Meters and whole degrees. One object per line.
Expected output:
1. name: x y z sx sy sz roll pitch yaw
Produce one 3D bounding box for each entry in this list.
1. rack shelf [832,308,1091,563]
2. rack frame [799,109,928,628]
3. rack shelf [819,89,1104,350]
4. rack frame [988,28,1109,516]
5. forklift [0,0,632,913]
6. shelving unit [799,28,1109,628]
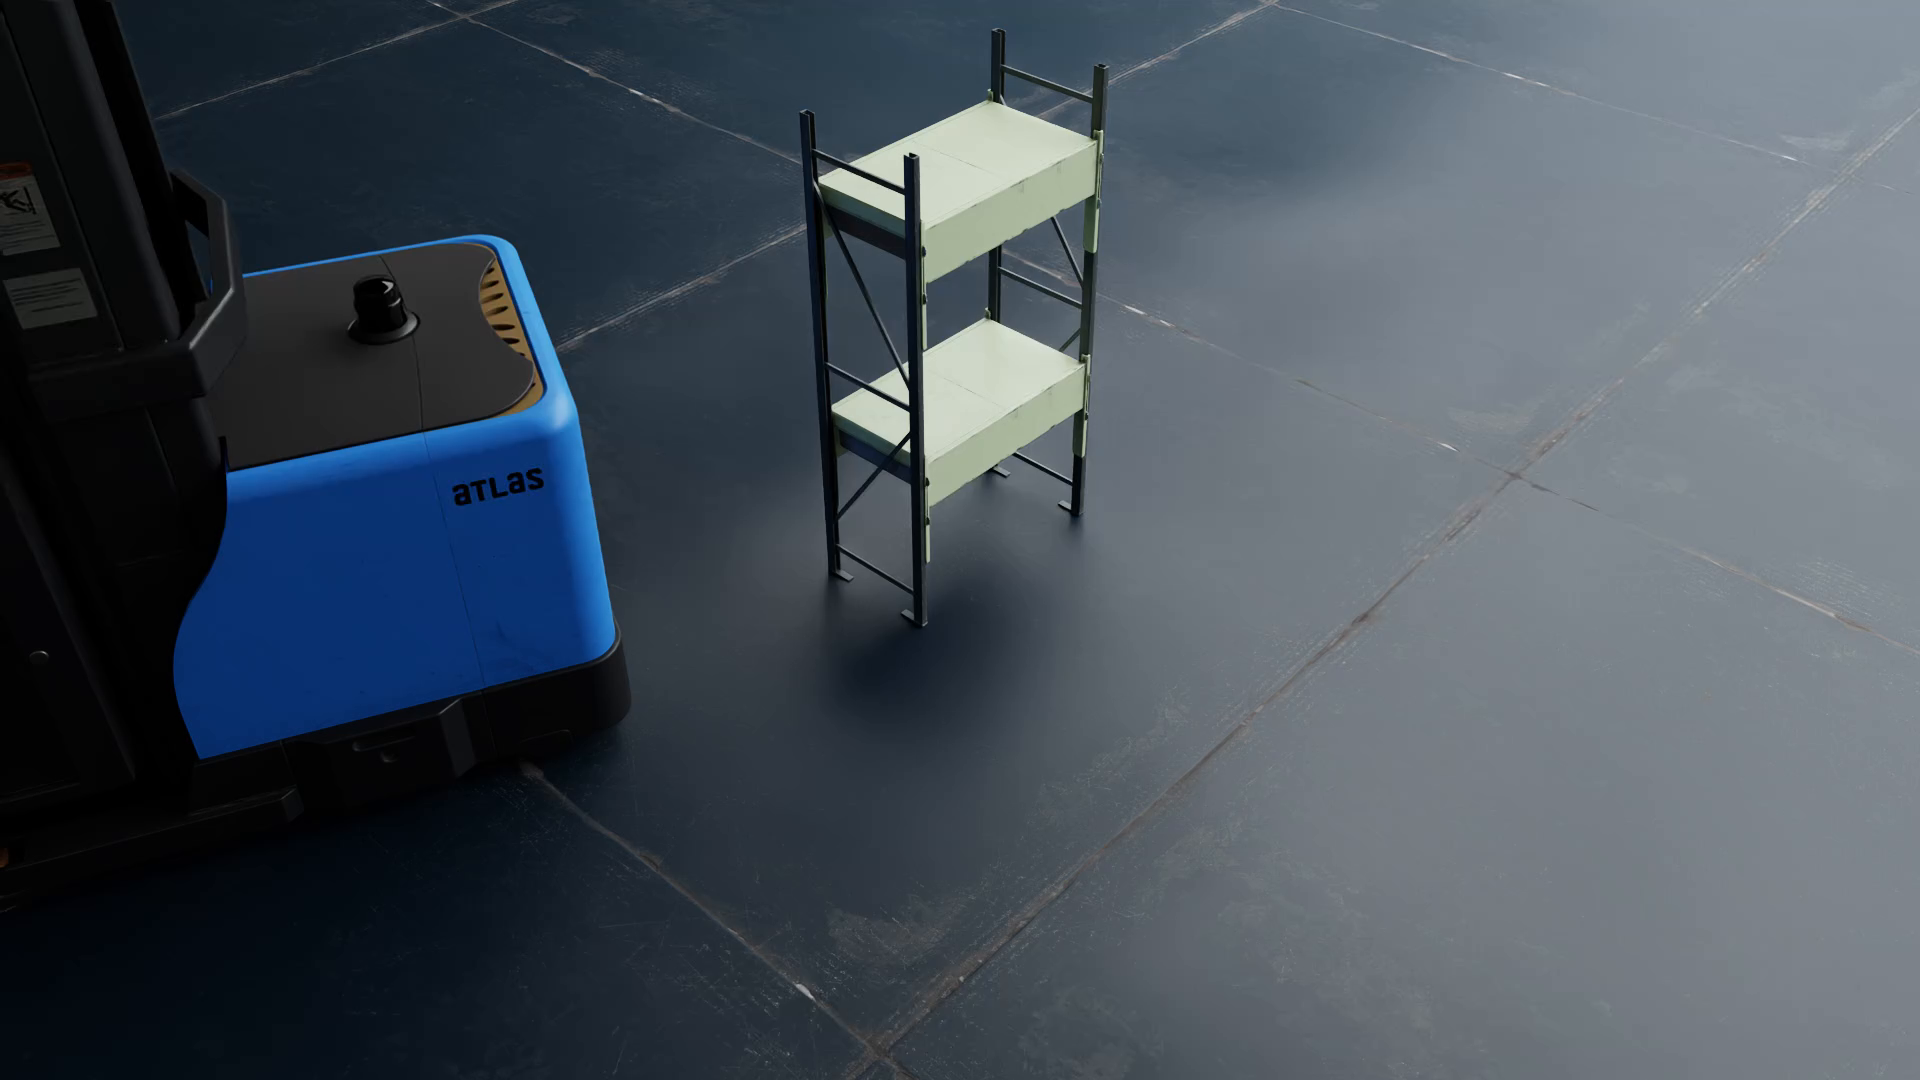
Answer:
1. rack shelf: -0.005 -0.329 4.982 0.431 0.370 0.720 30 47 32
2. rack frame: -0.251 -0.416 4.568 0.400 1.500 0.023 30 47 32
3. rack shelf: -0.004 -0.889 4.536 0.431 0.370 0.720 30 47 32
4. rack frame: 0.242 -0.752 4.991 0.400 1.500 0.023 30 47 32
5. forklift: -2.472 -0.557 3.596 3.031 2.935 1.130 -14 41 -17
6. shelving unit: -0.005 -0.584 4.779 0.431 1.500 0.755 30 47 32
